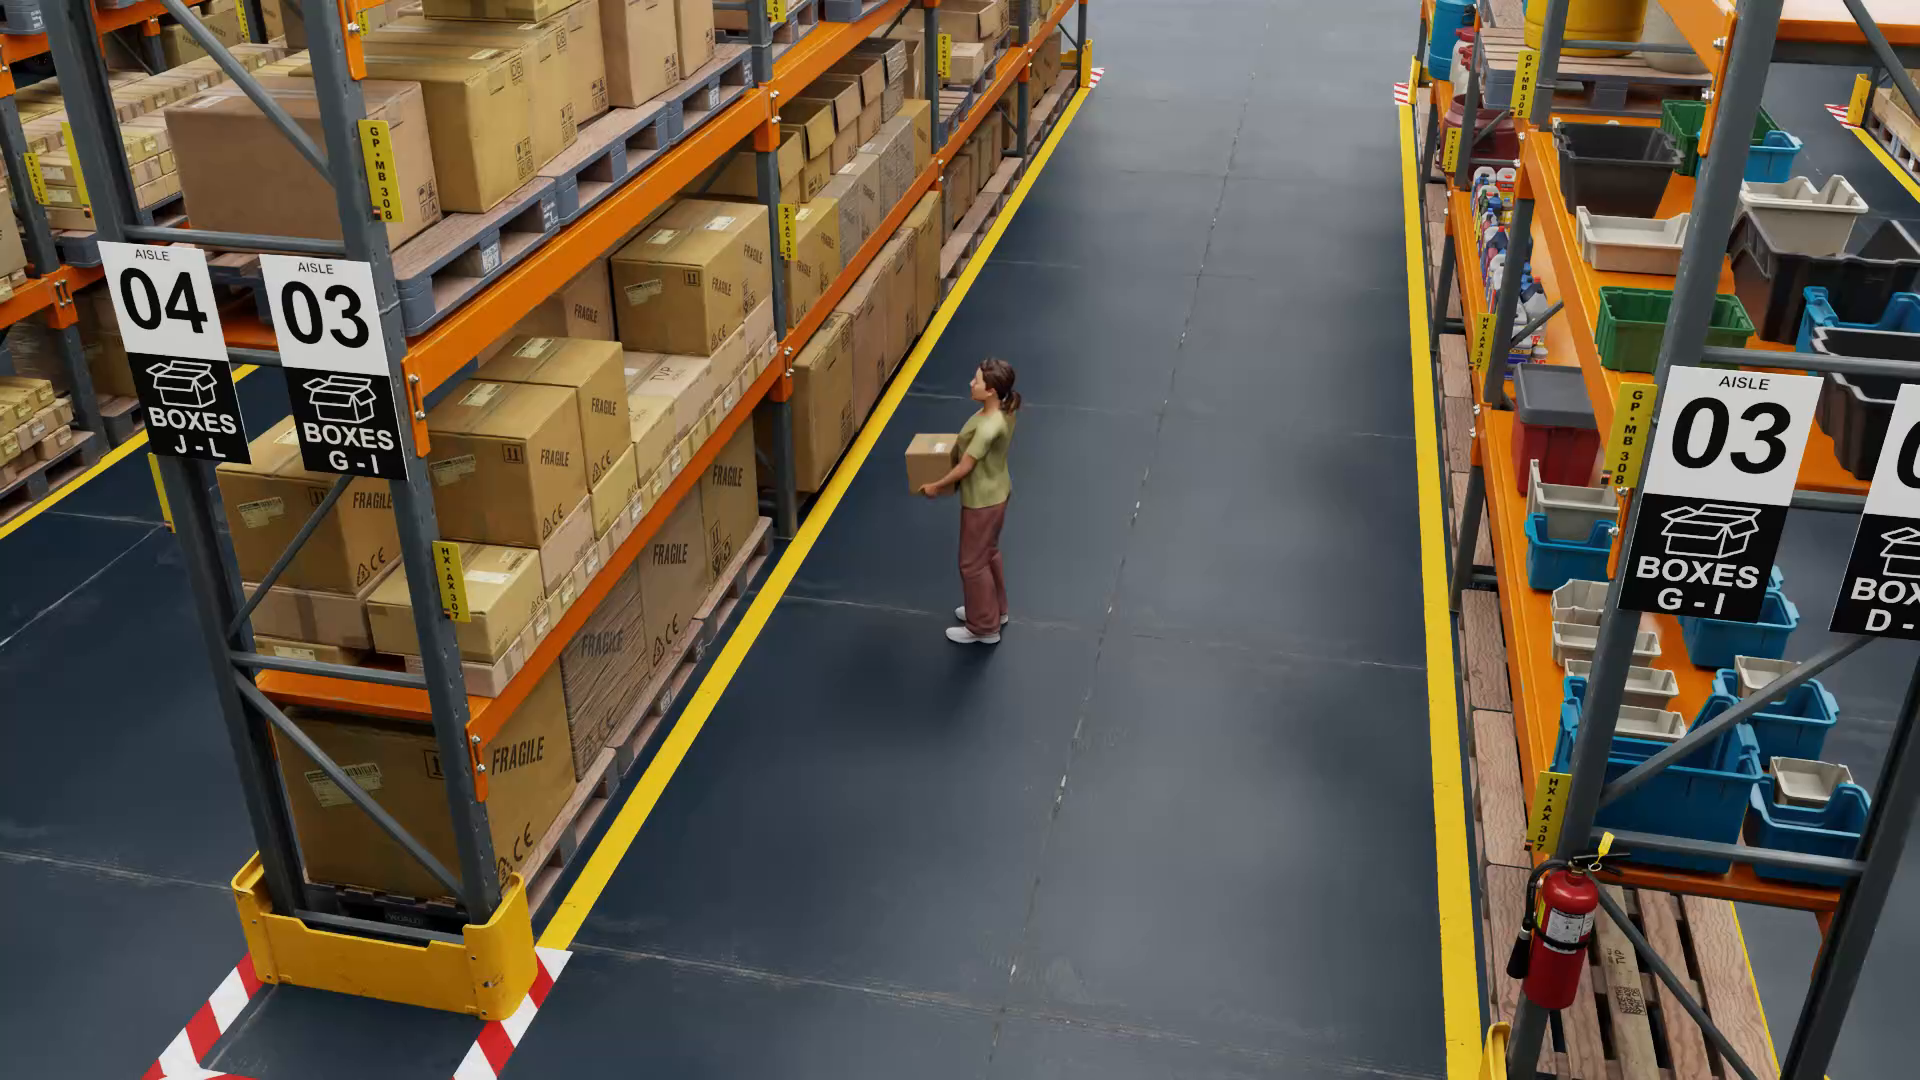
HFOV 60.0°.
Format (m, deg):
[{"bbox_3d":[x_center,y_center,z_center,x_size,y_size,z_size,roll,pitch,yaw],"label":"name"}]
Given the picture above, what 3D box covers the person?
[{"bbox_3d":[0.064,-0.224,9.033,0.549,1.665,0.426,6,30,11],"label":"person"}]
